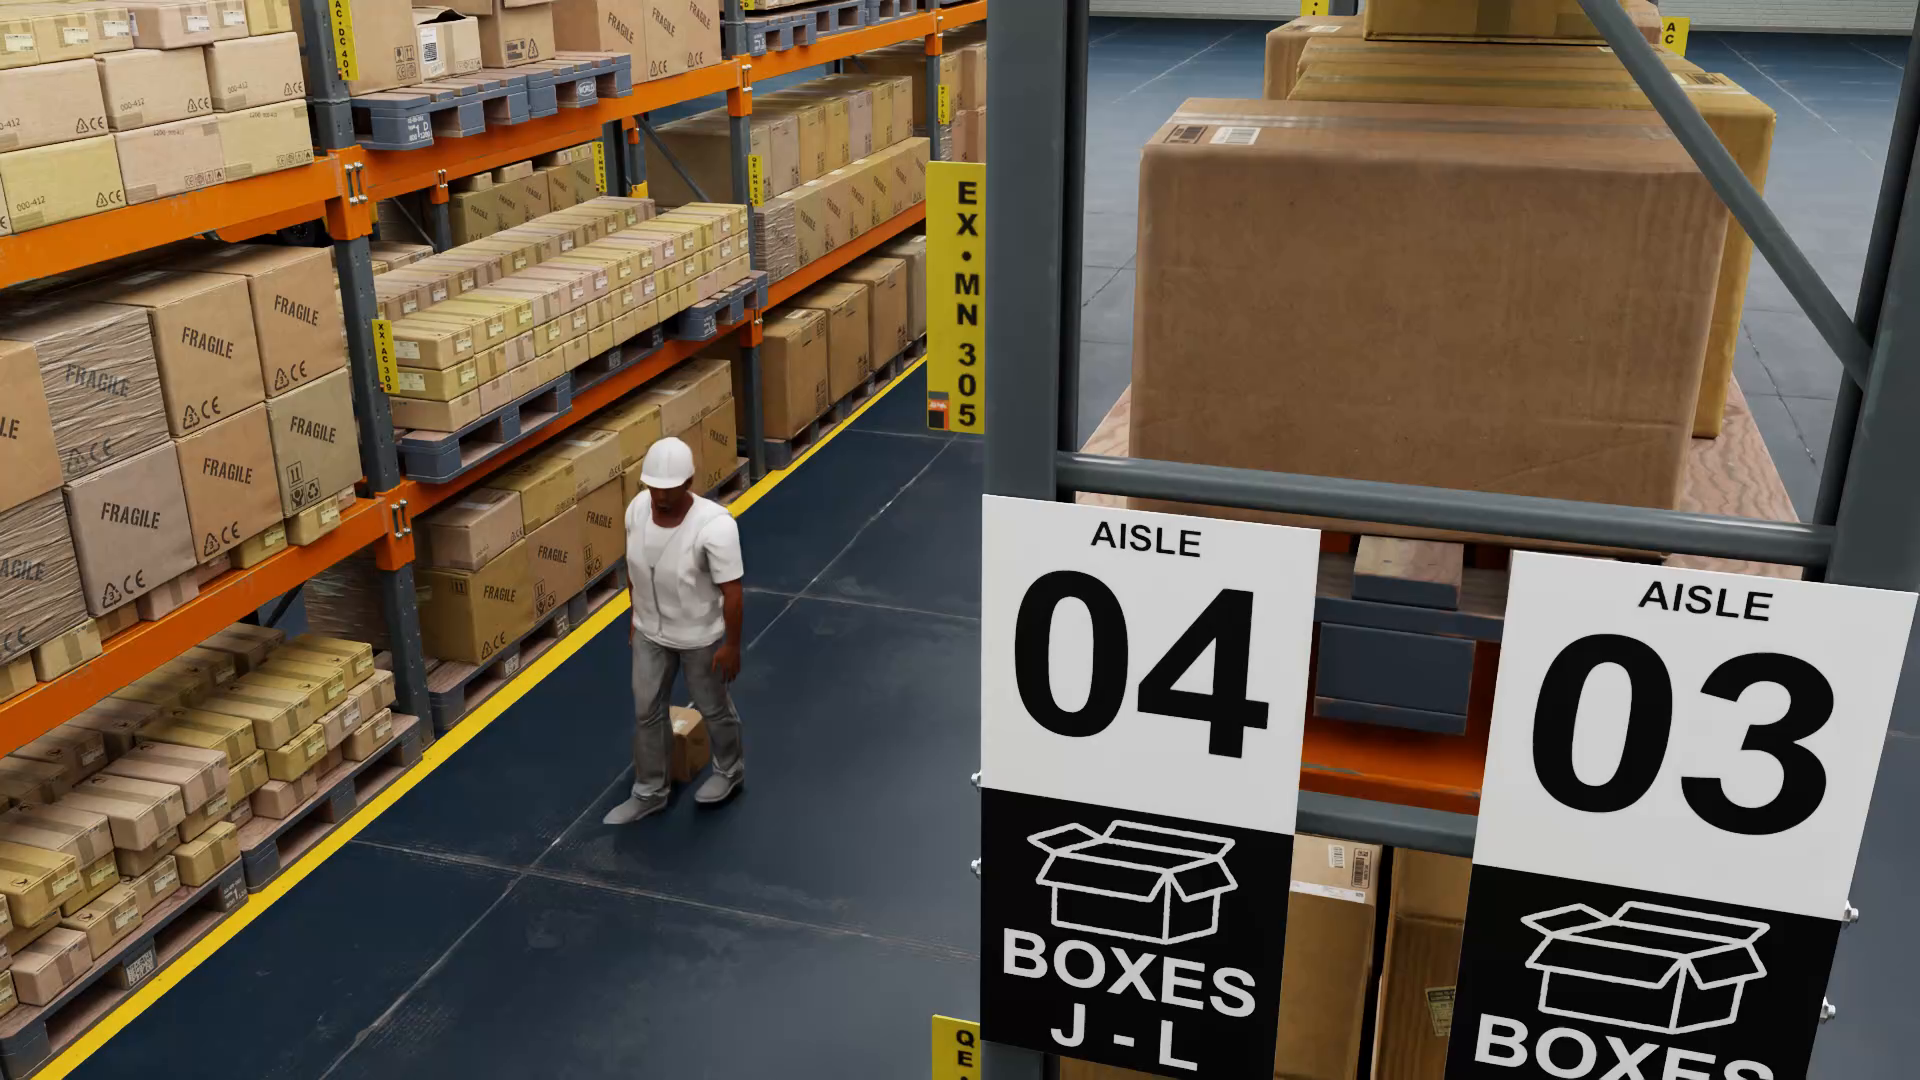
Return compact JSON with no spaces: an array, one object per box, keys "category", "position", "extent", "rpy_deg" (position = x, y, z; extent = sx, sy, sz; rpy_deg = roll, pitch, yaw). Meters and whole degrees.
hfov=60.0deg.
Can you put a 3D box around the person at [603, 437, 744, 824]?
[{"category":"person","position":[-1.176,0.390,7.114],"extent":[0.655,1.813,0.568],"rpy_deg":[10,24,23]}]
